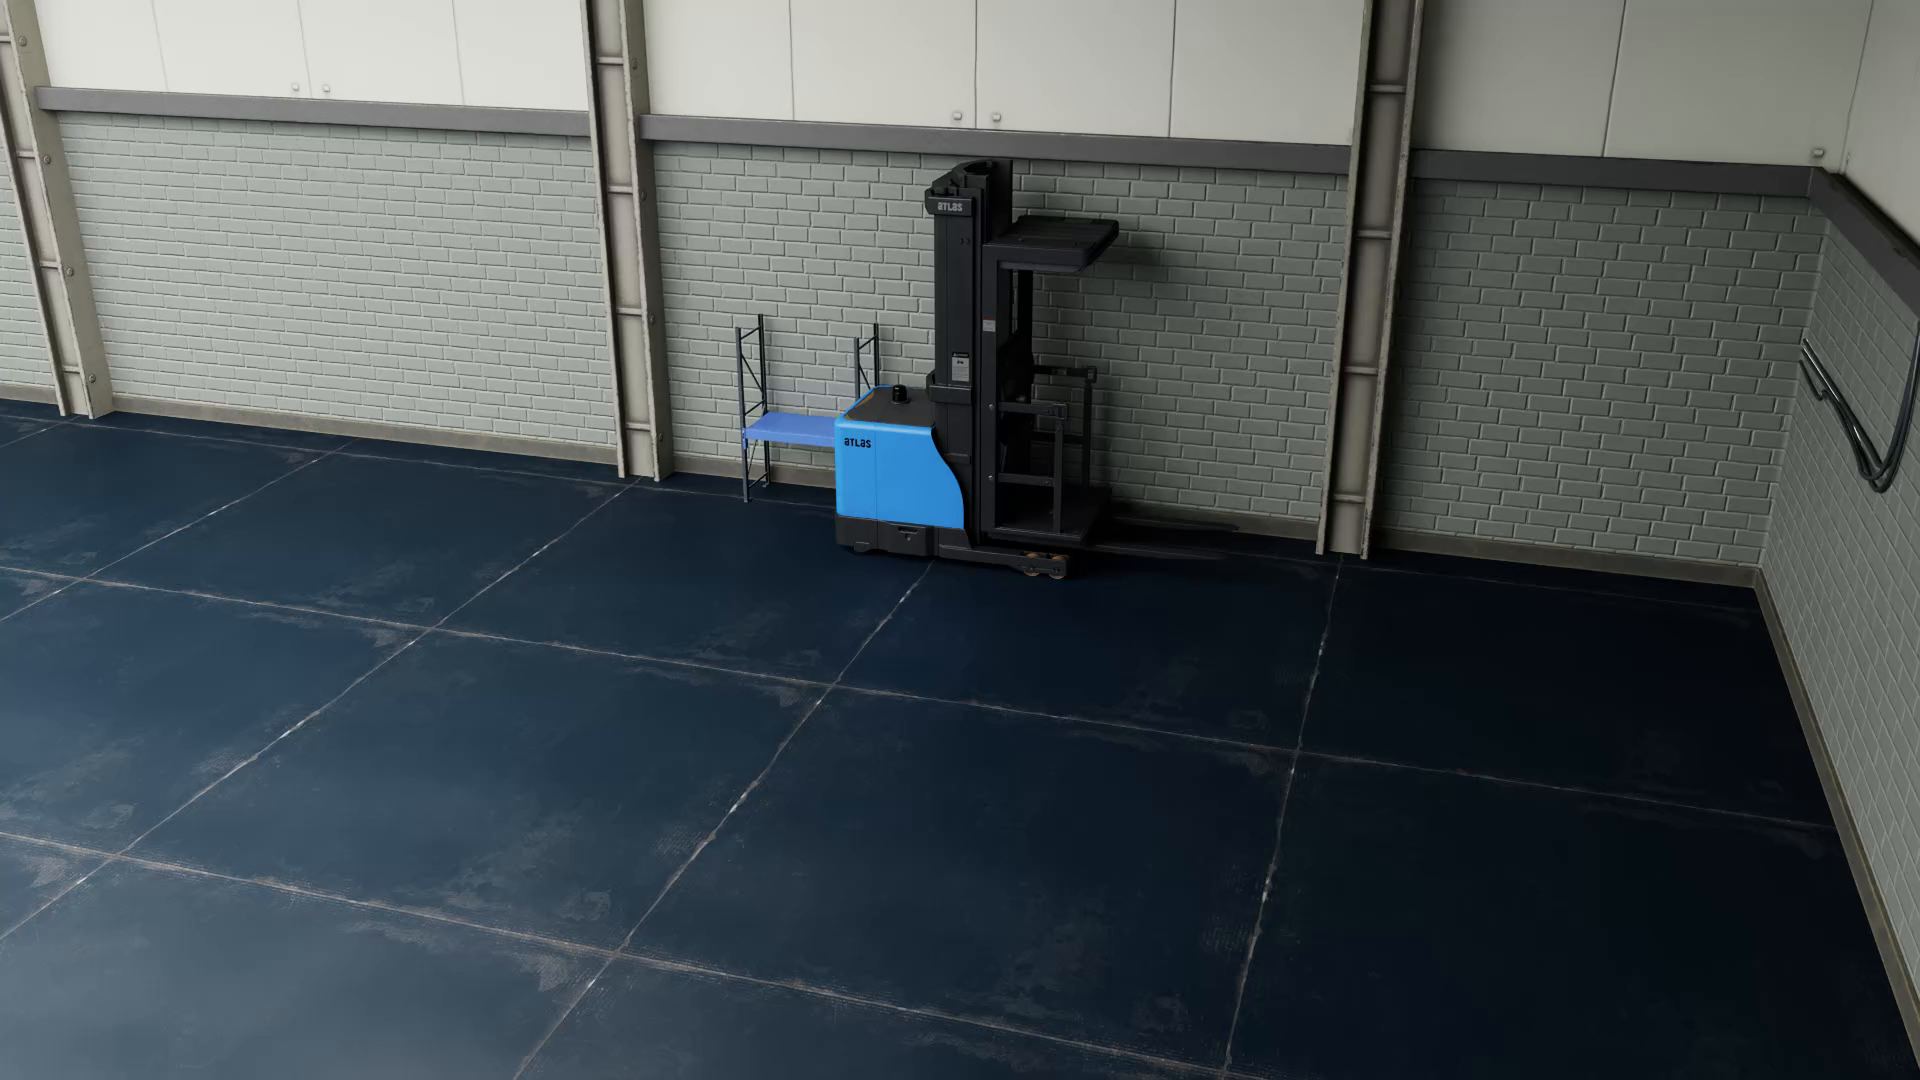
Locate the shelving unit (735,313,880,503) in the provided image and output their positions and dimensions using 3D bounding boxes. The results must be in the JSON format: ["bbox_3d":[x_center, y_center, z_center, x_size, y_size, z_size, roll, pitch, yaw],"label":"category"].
[{"bbox_3d":[-1.236,-1.041,13.737,1.048,1.500,0.538,7,23,16],"label":"shelving unit"}]

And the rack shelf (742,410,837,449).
[{"bbox_3d":[-1.236,-0.875,13.805,1.000,0.185,0.538,7,23,16],"label":"rack shelf"}]

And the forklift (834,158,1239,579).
[{"bbox_3d":[0.605,-1.289,12.456,3.031,2.935,1.130,6,23,15],"label":"forklift"}]

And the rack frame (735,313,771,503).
[{"bbox_3d":[-1.722,-1.098,13.875,0.032,1.500,0.500,7,23,16],"label":"rack frame"}]

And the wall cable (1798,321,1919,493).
[{"bbox_3d":[5.436,-1.851,9.921,0.112,2.526,3.097,7,23,16],"label":"wall cable"}]

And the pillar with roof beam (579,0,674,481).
[{"bbox_3d":[-3.990,-3.184,9.081,0.400,9.000,9.100,7,23,16],"label":"pillar with roof beam"}]

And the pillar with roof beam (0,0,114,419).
[{"bbox_3d":[-9.734,-3.842,10.684,0.400,9.000,9.100,7,23,16],"label":"pillar with roof beam"}]

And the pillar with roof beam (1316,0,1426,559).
[{"bbox_3d":[1.754,-2.527,7.477,0.400,9.000,9.100,7,23,16],"label":"pillar with roof beam"}]

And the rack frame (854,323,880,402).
[{"bbox_3d":[-0.751,-0.984,13.599,0.032,1.500,0.500,7,23,16],"label":"rack frame"}]
